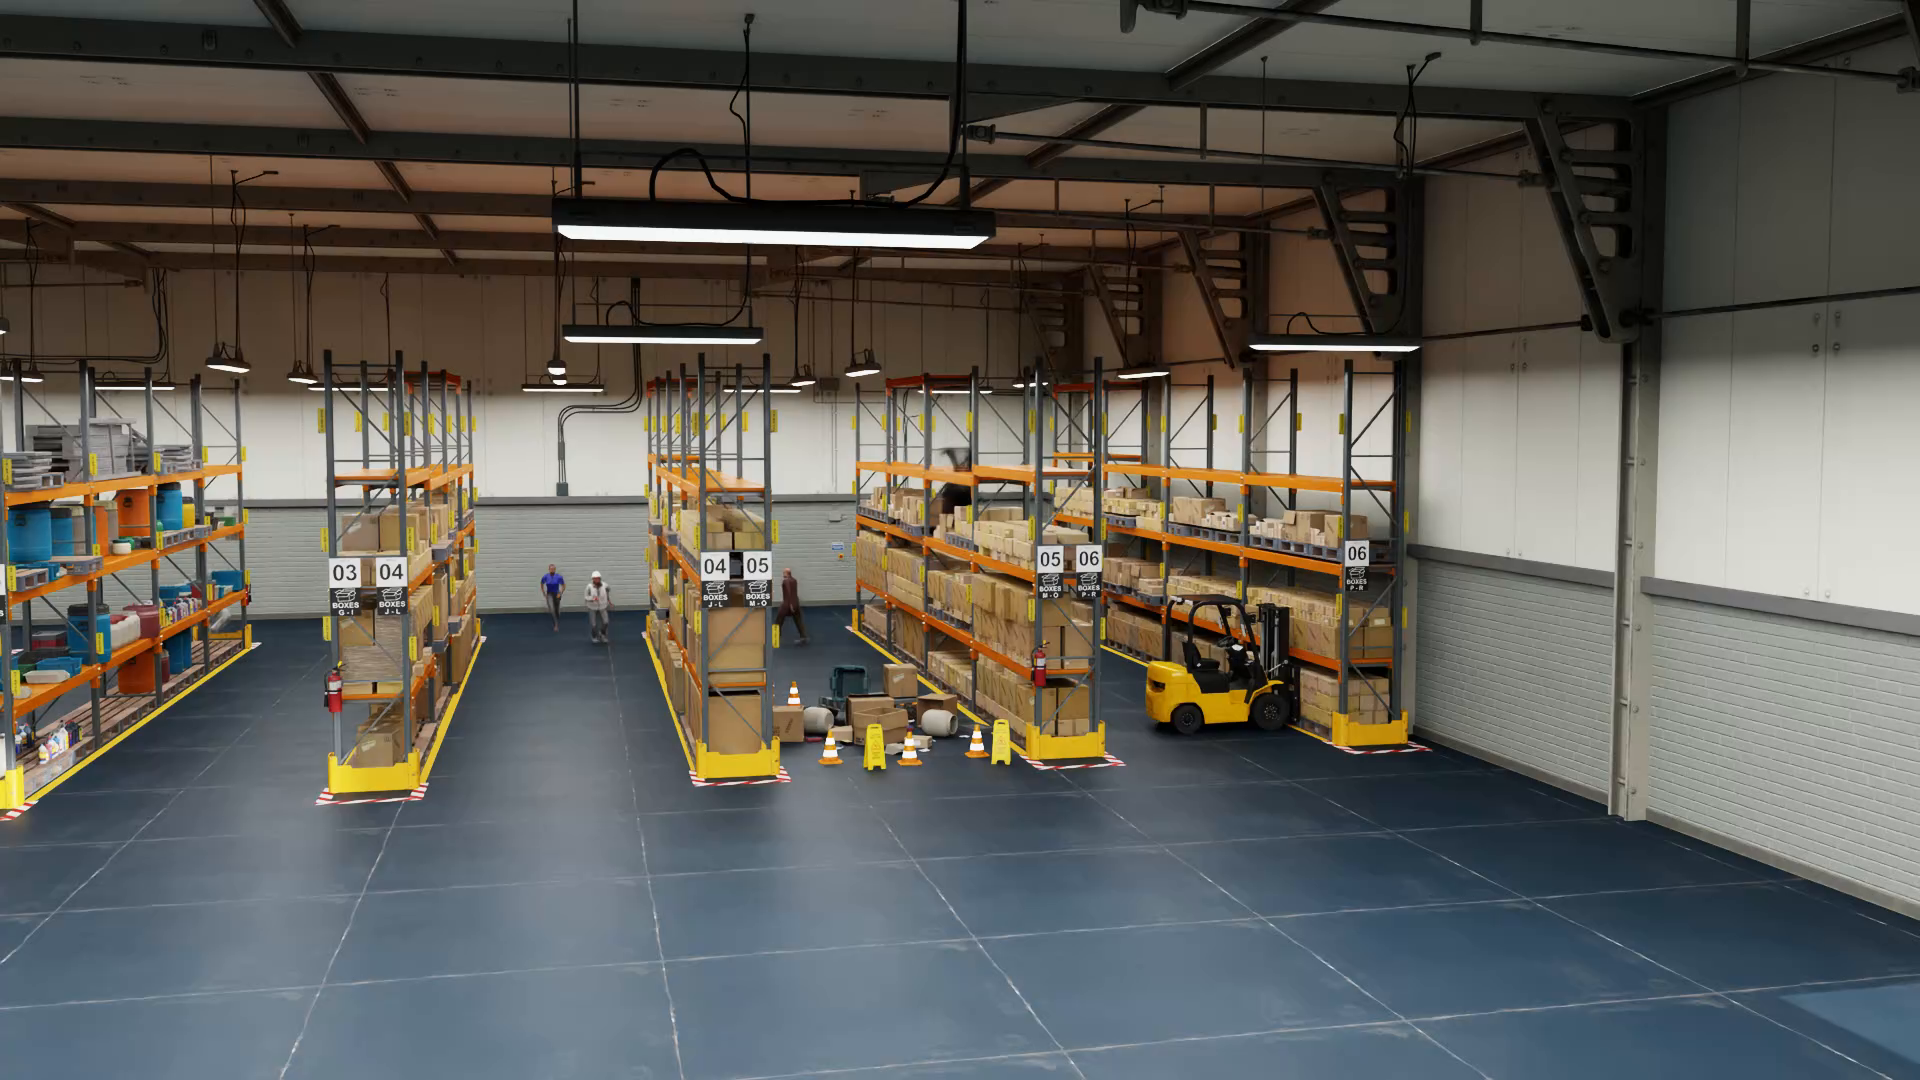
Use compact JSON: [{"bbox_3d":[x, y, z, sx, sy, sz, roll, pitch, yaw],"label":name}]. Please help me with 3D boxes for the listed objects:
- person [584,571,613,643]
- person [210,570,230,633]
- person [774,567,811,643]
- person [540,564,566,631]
[{"bbox_3d":[-8.219,1.528,37.775,0.661,1.669,0.901,-1,4,-20],"label":"person"},{"bbox_3d":[-17.309,1.496,39.029,0.528,1.574,0.744,0,4,5],"label":"person"},{"bbox_3d":[-3.902,1.484,38.050,1.052,1.725,0.681,2,5,31],"label":"person"},{"bbox_3d":[-9.934,1.400,40.600,0.604,1.630,0.833,-1,4,-12],"label":"person"}]
